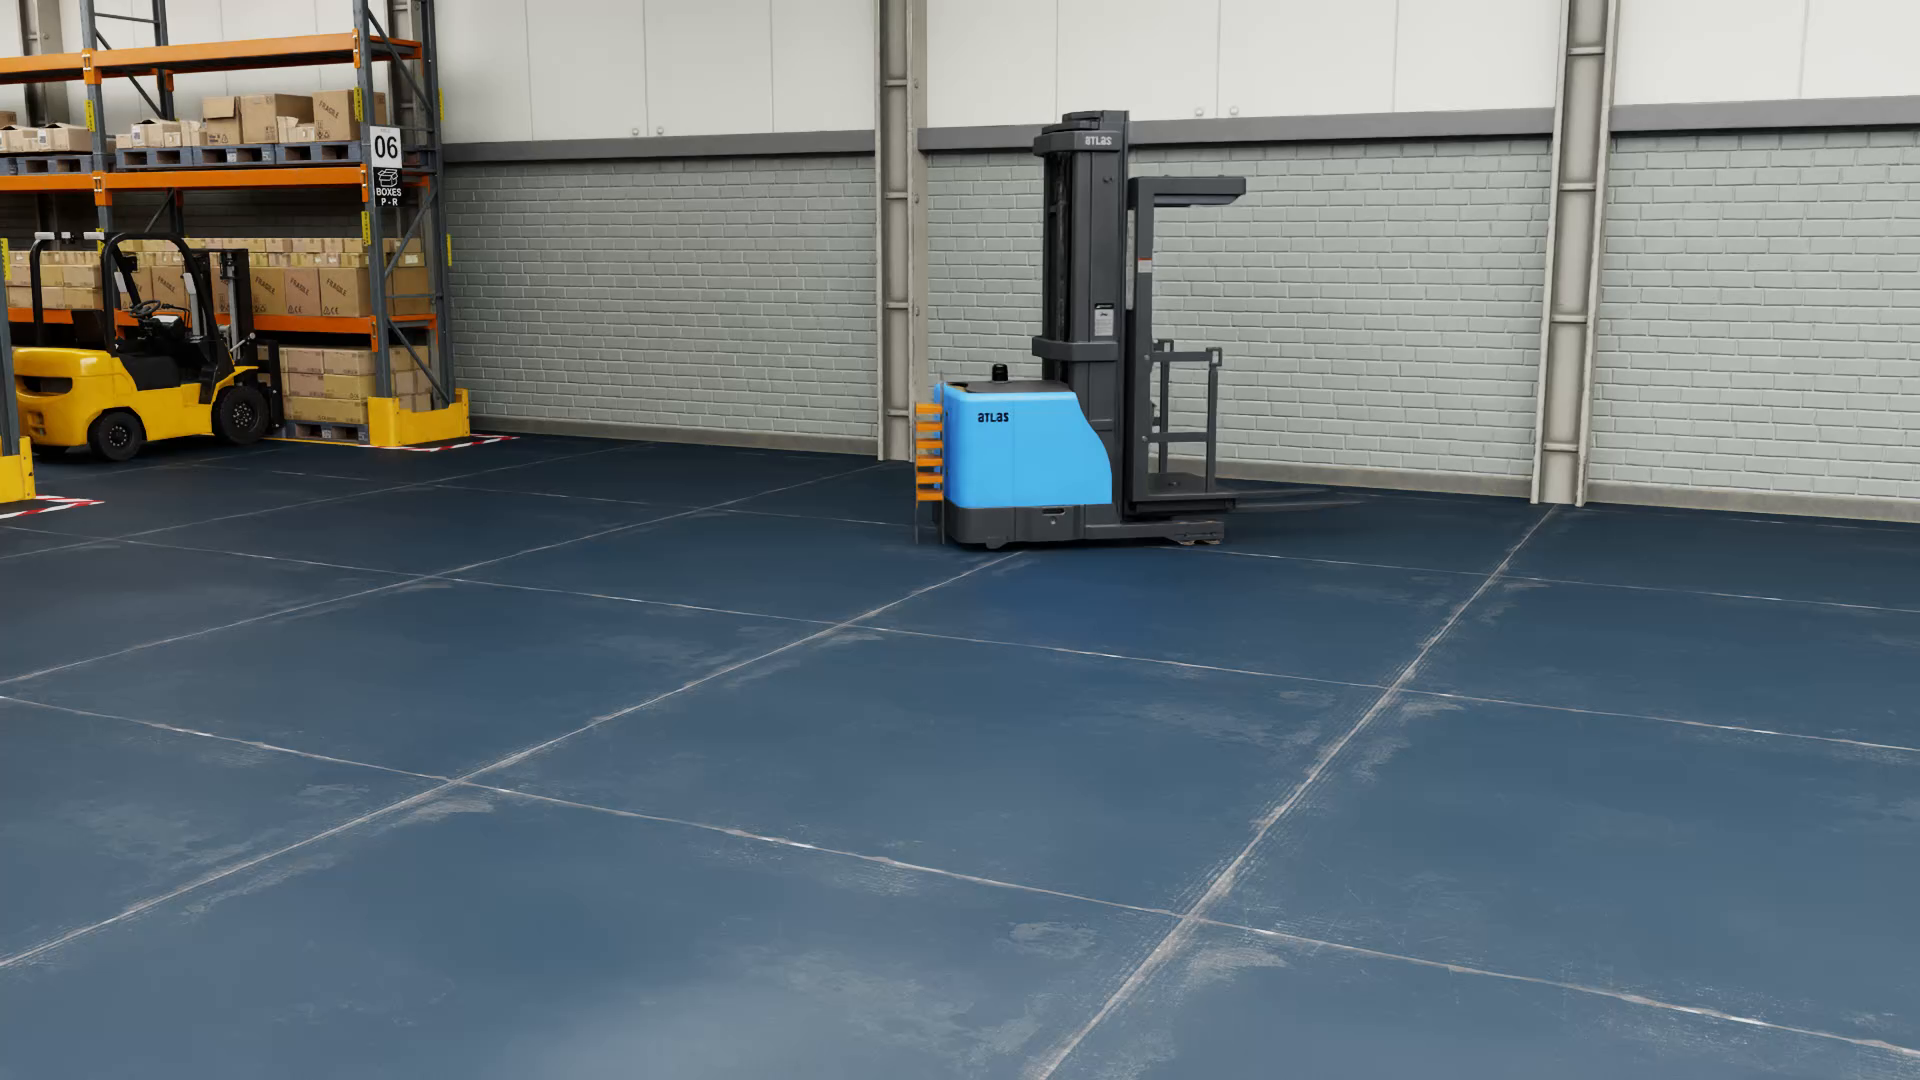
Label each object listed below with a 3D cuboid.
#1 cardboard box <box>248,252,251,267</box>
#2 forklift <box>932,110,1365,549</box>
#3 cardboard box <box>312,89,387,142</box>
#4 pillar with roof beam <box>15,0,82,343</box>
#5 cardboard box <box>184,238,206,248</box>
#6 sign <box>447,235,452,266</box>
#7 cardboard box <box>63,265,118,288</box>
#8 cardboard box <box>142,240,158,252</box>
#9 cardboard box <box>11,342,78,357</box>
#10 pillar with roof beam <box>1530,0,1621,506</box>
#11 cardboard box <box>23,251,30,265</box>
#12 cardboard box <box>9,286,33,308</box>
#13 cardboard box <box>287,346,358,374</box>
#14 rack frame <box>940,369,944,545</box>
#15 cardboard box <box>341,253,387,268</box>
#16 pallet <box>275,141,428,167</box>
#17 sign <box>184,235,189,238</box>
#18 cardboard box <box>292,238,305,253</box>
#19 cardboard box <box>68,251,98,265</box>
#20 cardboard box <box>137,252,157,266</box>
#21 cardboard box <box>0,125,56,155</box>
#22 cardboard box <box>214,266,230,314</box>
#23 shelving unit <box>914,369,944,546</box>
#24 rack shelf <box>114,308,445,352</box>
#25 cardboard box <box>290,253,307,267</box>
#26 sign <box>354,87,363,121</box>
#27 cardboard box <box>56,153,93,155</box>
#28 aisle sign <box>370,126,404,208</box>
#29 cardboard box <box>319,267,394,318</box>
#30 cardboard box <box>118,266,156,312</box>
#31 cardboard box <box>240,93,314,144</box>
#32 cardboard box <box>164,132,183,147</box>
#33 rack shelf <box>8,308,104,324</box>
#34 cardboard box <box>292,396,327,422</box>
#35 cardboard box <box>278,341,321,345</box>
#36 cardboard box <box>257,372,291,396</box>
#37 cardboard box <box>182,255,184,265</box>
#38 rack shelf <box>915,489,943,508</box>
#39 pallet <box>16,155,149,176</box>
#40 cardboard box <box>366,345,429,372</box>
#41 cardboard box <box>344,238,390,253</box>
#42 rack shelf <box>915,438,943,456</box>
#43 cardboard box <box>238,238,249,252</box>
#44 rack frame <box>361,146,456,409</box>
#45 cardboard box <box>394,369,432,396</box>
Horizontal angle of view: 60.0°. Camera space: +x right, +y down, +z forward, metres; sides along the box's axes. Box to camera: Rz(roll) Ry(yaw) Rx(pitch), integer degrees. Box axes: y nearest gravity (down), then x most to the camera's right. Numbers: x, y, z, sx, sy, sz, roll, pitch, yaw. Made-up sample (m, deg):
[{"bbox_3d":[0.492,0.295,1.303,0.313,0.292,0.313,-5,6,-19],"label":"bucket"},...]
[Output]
[{"bbox_3d":[-7.484,-3.012,17.846,0.250,0.149,0.380,5,11,25],"label":"cardboard box"},{"bbox_3d":[1.368,-1.493,11.748,3.031,2.935,1.130,-2,10,-12],"label":"forklift"},{"bbox_3d":[-6.208,-4.307,16.940,0.500,0.500,0.500,5,12,28],"label":"cardboard box"},{"bbox_3d":[-13.215,-5.466,16.662,0.400,9.000,9.100,5,11,26],"label":"pillar with roof beam"},{"bbox_3d":[-8.199,-3.209,18.103,0.250,0.149,0.380,5,11,25],"label":"cardboard box"},{"bbox_3d":[-5.453,-3.083,17.687,0.005,0.325,0.100,5,11,26],"label":"sign"},{"bbox_3d":[-9.844,-3.015,18.983,0.500,0.250,0.500,5,11,25],"label":"cardboard box"},{"bbox_3d":[-8.854,-3.284,18.513,0.250,0.149,0.380,5,11,27],"label":"cardboard box"},{"bbox_3d":[-11.131,-2.044,20.087,0.625,0.625,0.875,5,11,23],"label":"cardboard box"},{"bbox_3d":[2.927,-4.047,8.825,0.400,9.000,9.100,5,11,26],"label":"pillar with roof beam"},{"bbox_3d":[-10.633,-3.280,19.328,0.250,0.149,0.380,5,11,24],"label":"cardboard box"},{"bbox_3d":[-10.743,-2.852,19.485,0.500,0.250,0.500,5,11,26],"label":"cardboard box"},{"bbox_3d":[-6.715,-1.901,17.545,0.500,0.250,0.500,5,12,27],"label":"cardboard box"},{"bbox_3d":[-0.126,-0.575,11.538,0.006,1.200,0.240,-1,10,-4],"label":"rack frame"},{"bbox_3d":[-6.138,-2.881,17.121,0.250,0.149,0.380,5,11,27],"label":"cardboard box"},{"bbox_3d":[-6.326,-4.022,17.356,1.213,0.211,1.003,5,11,26],"label":"pallet"},{"bbox_3d":[-9.046,-3.398,19.432,0.005,0.325,0.100,5,11,26],"label":"sign"},{"bbox_3d":[-6.790,-3.101,17.505,0.250,0.149,0.380,5,11,26],"label":"cardboard box"},{"bbox_3d":[-9.935,-3.222,19.008,0.250,0.149,0.380,5,11,25],"label":"cardboard box"},{"bbox_3d":[-8.888,-3.126,18.477,0.250,0.149,0.380,5,12,27],"label":"cardboard box"},{"bbox_3d":[-10.736,-4.611,19.155,0.500,0.311,0.500,5,11,24],"label":"cardboard box"},{"bbox_3d":[-7.638,-2.696,17.924,0.500,0.500,0.500,5,11,26],"label":"cardboard box"},{"bbox_3d":[-0.217,-0.574,11.531,0.189,1.200,0.258,-1,10,-4],"label":"shelving unit"},{"bbox_3d":[-7.497,-2.333,18.219,4.000,0.370,1.077,5,11,26],"label":"rack shelf"},{"bbox_3d":[-6.804,-2.947,17.491,0.250,0.149,0.380,5,11,25],"label":"cardboard box"},{"bbox_3d":[-5.956,-4.317,16.473,0.005,0.325,0.100,5,11,26],"label":"sign"},{"bbox_3d":[-10.243,-4.552,19.281,0.250,0.149,0.380,5,11,26],"label":"cardboard box"},{"bbox_3d":[-5.774,-3.757,16.765,0.004,0.787,0.394,5,11,26],"label":"aisle sign"},{"bbox_3d":[-6.261,-2.576,17.258,0.500,0.500,0.500,5,11,25],"label":"cardboard box"},{"bbox_3d":[-9.008,-2.817,18.593,0.500,0.500,0.500,5,11,24],"label":"cardboard box"},{"bbox_3d":[-7.083,-4.403,17.474,0.500,0.500,0.700,5,11,26],"label":"cardboard box"},{"bbox_3d":[-8.333,-4.309,17.937,0.250,0.149,0.380,5,12,28],"label":"cardboard box"},{"bbox_3d":[-11.084,-2.648,19.961,4.000,0.370,1.077,5,11,26],"label":"rack shelf"},{"bbox_3d":[-6.706,-1.410,17.642,0.500,0.250,0.500,5,11,26],"label":"cardboard box"},{"bbox_3d":[-7.401,-2.065,18.450,0.500,0.250,0.500,5,11,25],"label":"cardboard box"},{"bbox_3d":[-7.196,-1.696,17.817,0.500,0.250,0.500,5,11,25],"label":"cardboard box"},{"bbox_3d":[-8.219,-3.058,18.100,0.250,0.149,0.380,5,11,25],"label":"cardboard box"},{"bbox_3d":[-0.217,-0.294,11.581,0.180,0.103,0.258,-1,10,-4],"label":"rack shelf"},{"bbox_3d":[-10.087,-4.294,19.148,1.217,0.209,0.805,5,11,24],"label":"pallet"},{"bbox_3d":[-6.051,-1.943,17.779,0.500,0.250,0.500,5,11,25],"label":"cardboard box"},{"bbox_3d":[-6.118,-3.039,17.161,0.250,0.149,0.380,5,11,26],"label":"cardboard box"},{"bbox_3d":[-0.217,-0.648,11.517,0.180,0.103,0.258,-1,10,-4],"label":"rack shelf"},{"bbox_3d":[-7.496,-3.159,17.824,0.250,0.149,0.380,5,11,27],"label":"cardboard box"},{"bbox_3d":[-5.703,-2.530,17.284,0.127,3.000,1.000,5,11,26],"label":"rack frame"},{"bbox_3d":[-6.033,-1.699,17.835,0.500,0.250,0.500,5,12,27],"label":"cardboard box"}]
